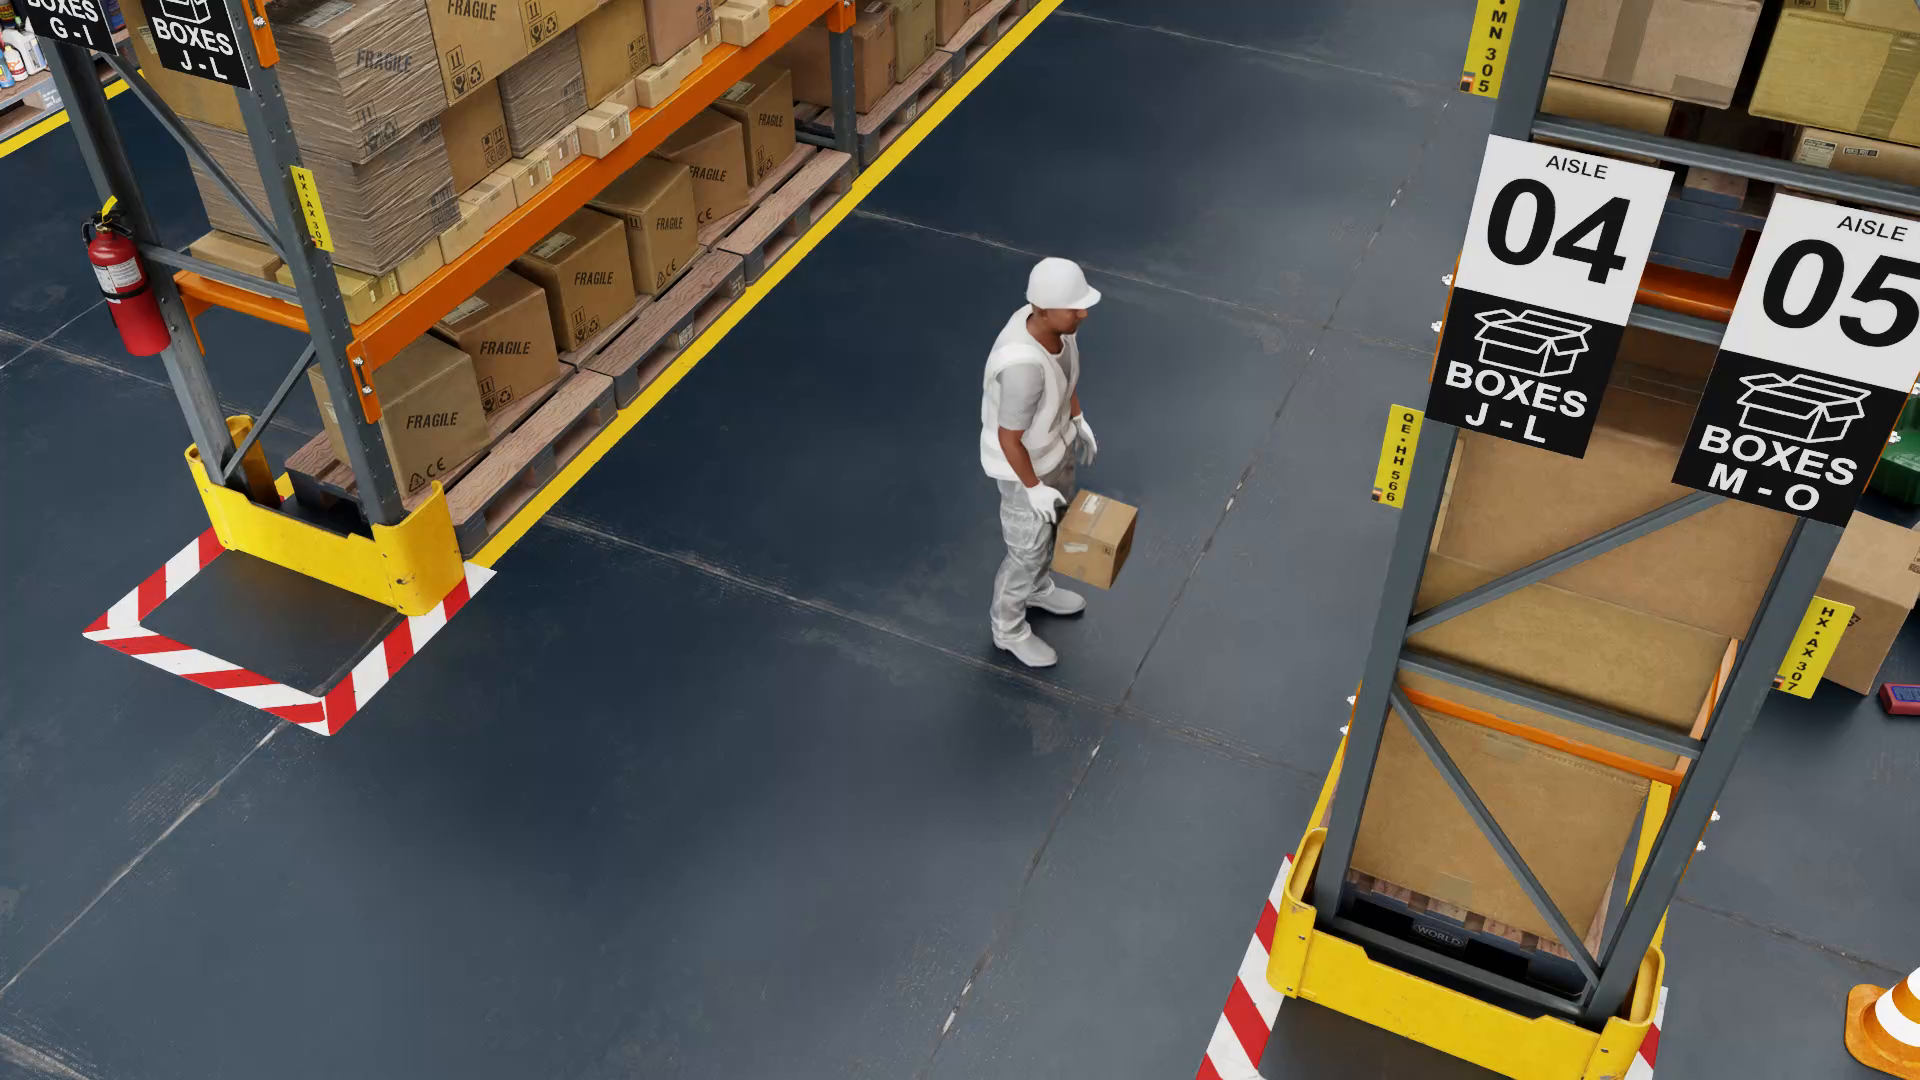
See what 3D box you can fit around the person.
[{"bbox_3d":[0.304,-0.329,6.516,0.411,1.781,0.575,16,44,17],"label":"person"}]
